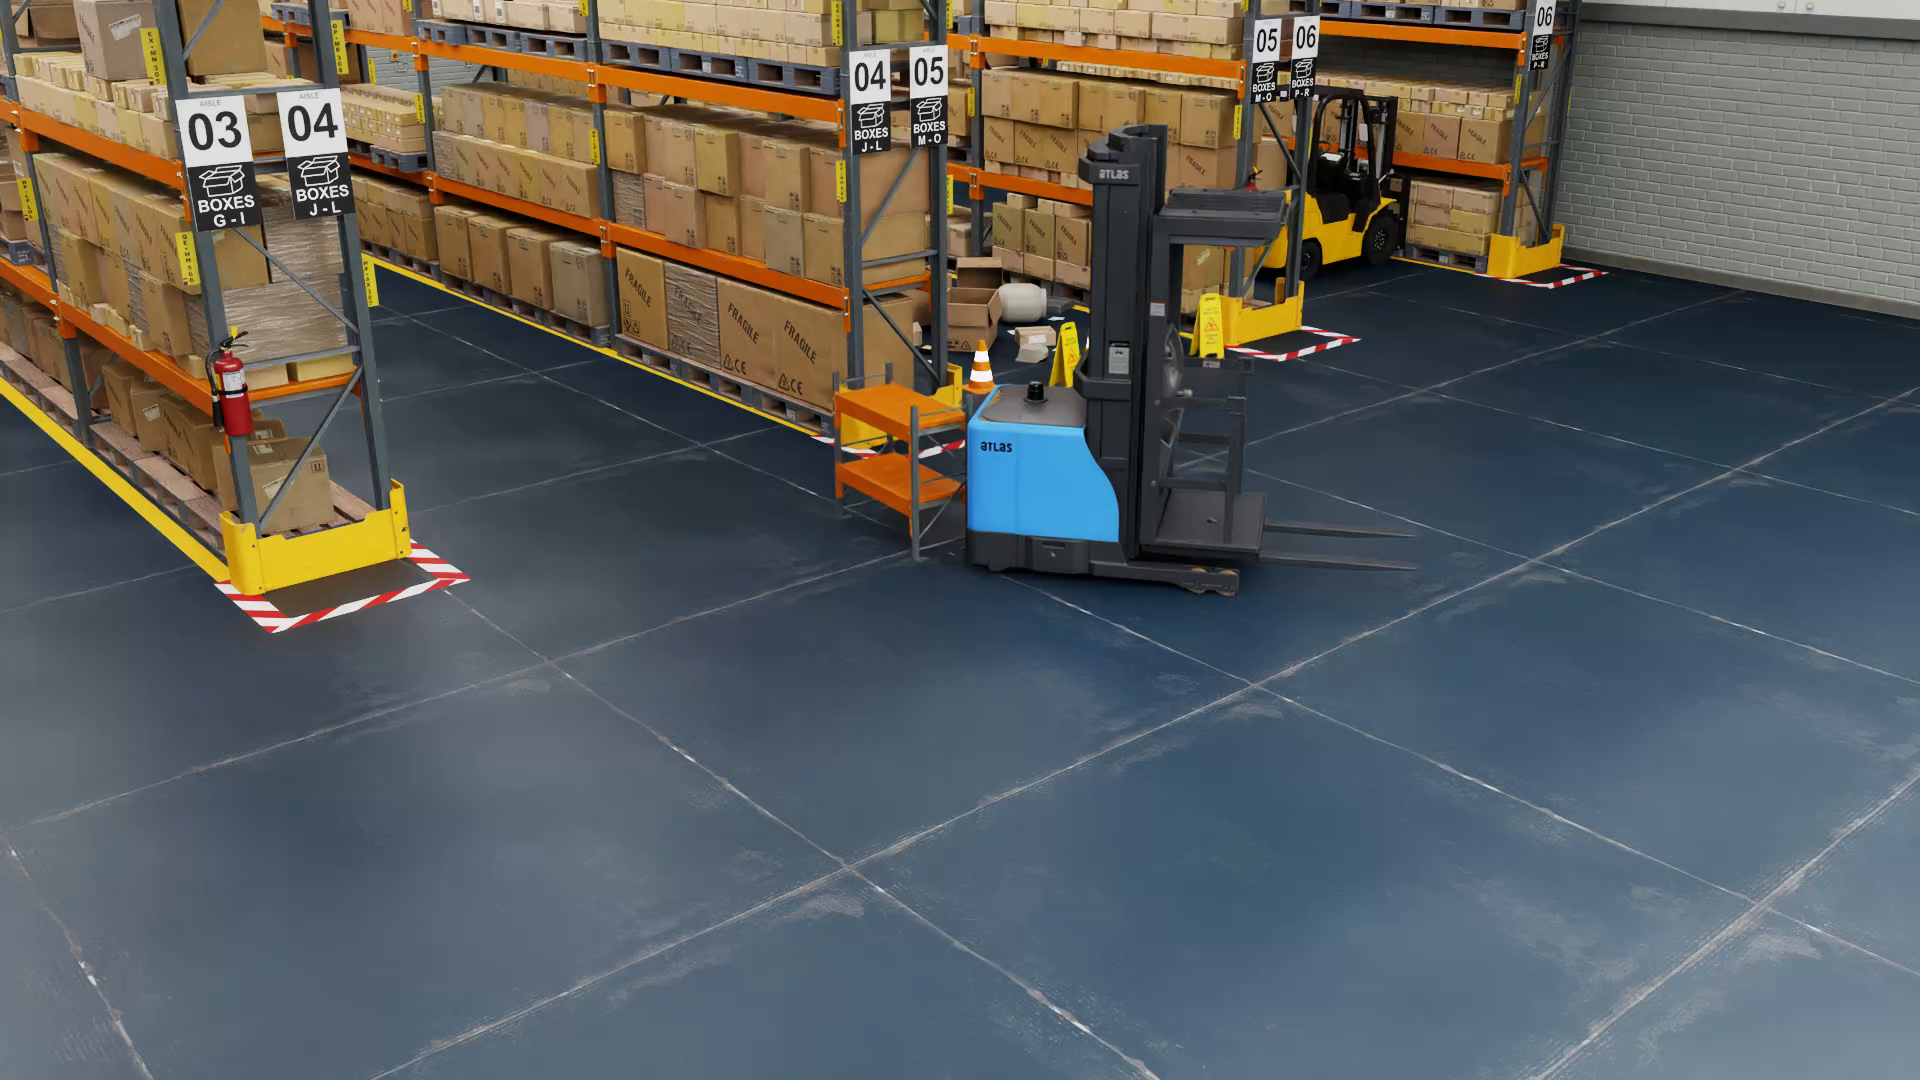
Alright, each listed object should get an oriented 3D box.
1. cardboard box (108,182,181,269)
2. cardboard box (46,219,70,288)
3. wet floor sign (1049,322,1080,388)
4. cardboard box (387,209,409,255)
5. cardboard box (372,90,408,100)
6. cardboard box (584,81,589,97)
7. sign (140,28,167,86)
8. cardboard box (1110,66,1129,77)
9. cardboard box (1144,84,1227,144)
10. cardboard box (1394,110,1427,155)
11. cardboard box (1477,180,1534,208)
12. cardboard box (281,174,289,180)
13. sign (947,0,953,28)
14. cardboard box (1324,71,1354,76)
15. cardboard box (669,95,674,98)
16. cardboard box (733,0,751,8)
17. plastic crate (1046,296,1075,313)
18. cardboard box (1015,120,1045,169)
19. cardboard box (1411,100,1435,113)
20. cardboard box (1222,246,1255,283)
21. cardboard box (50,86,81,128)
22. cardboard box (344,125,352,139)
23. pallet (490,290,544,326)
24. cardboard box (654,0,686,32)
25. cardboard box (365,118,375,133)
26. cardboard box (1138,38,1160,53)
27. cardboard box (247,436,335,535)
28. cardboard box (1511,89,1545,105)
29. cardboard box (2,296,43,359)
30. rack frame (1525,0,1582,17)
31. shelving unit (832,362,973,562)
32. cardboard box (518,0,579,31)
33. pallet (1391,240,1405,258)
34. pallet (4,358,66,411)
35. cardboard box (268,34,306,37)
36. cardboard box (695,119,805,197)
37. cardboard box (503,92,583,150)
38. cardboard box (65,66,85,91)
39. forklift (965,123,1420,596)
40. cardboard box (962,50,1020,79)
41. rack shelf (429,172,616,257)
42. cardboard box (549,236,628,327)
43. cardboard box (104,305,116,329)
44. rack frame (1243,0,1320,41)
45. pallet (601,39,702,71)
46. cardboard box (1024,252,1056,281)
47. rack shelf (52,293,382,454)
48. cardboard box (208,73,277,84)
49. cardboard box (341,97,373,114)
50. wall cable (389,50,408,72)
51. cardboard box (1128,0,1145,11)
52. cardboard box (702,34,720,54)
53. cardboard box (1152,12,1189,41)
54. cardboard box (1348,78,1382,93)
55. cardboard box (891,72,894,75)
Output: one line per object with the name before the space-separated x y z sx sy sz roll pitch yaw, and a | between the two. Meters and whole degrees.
cardboard box | -5.549 -2.202 11.576 0.500 0.500 0.500 -17 27 -37
cardboard box | -6.712 -2.334 13.284 0.875 0.500 0.500 -17 27 -37
wet floor sign | 0.995 -1.702 15.445 0.232 0.644 0.267 17 27 36
cardboard box | -6.710 -3.841 20.529 0.500 0.500 0.500 -16 27 -35
cardboard box | -7.275 -5.655 21.261 0.380 0.149 0.250 -19 28 -39
cardboard box | -5.509 -7.112 25.891 0.500 0.500 0.500 -18 28 -39
sign | -4.781 -2.865 9.858 0.100 0.325 0.005 -17 27 -37
cardboard box | 2.410 -6.855 24.346 0.380 0.149 0.250 -17 27 -37
cardboard box | 2.337 -4.423 17.247 0.700 0.500 0.500 -17 27 -37
cardboard box | 5.731 -5.131 20.835 0.500 0.500 0.500 -18 28 -38
cardboard box | 6.748 -4.283 20.629 0.500 0.250 0.500 -18 28 -38
cardboard box | -9.261 -5.051 23.283 0.380 0.149 0.250 -16 27 -36
sign | -0.100 -4.306 13.445 0.100 0.325 0.005 -17 27 -37
cardboard box | 5.060 -6.151 22.141 0.380 0.149 0.250 -18 28 -38
cardboard box | -3.929 -6.548 24.109 0.500 0.250 0.500 -17 27 -37
cardboard box | -1.662 -4.521 13.839 0.380 0.149 0.250 -17 27 -37
plastic crate | 0.953 -2.658 18.661 0.583 0.080 0.402 12 24 27
cardboard box | 0.970 -4.511 18.842 0.500 0.500 0.500 -18 27 -38
cardboard box | 5.804 -5.385 20.594 0.380 0.149 0.250 -19 28 -39
cardboard box | 2.827 -3.101 17.955 0.500 0.500 0.500 -19 28 -39
cardboard box | -6.193 -3.144 11.991 0.500 0.250 0.500 -19 28 -39
cardboard box | -7.430 -5.081 20.612 0.380 0.149 0.250 -19 28 -40
pallet | -4.496 -2.674 18.523 1.003 0.211 1.213 -17 27 -37
cardboard box | -2.368 -4.668 14.760 0.500 0.250 0.500 -18 28 -38
cardboard box | -6.926 -5.005 20.011 0.380 0.149 0.250 -17 27 -37
cardboard box | 2.067 -5.139 17.223 0.380 0.149 0.250 -18 28 -38
cardboard box | -4.742 -0.390 11.720 0.500 0.500 0.500 -12 24 -28
cardboard box | 6.861 -5.355 20.108 0.380 0.149 0.250 -18 28 -38
cardboard box | -8.745 -2.103 16.065 0.500 0.500 0.700 20 29 41
rack frame | 6.918 -7.518 18.838 1.000 3.000 0.127 -17 27 -37
shelving unit | -0.416 -0.580 11.923 0.538 1.125 1.048 -14 26 -32
cardboard box | -4.108 -5.298 16.777 0.500 0.250 0.500 -18 28 -38
pallet | 5.595 -3.964 21.815 1.003 0.211 1.213 -17 27 -37
pallet | -8.268 -1.541 15.629 1.003 0.211 1.213 -17 27 -37
cardboard box | -9.456 -6.912 23.603 0.500 0.500 0.500 -19 28 -39
cardboard box | -1.873 -3.452 14.998 0.875 0.550 0.500 -17 27 -37
cardboard box | -4.459 -4.509 17.876 0.700 0.500 0.500 -18 28 -38
cardboard box | -6.100 -3.285 11.805 0.380 0.149 0.250 -18 28 -38
forklift | 1.608 -1.208 11.048 3.031 2.935 1.130 5 22 12
cardboard box | 0.490 -7.585 26.519 0.797 0.503 0.637 -18 28 -39
rack shelf | -4.441 -3.658 18.197 1.077 0.370 4.000 -17 27 -37
cardboard box | -3.608 -2.738 17.372 1.050 0.750 0.750 -18 27 -38
cardboard box | -6.211 -1.700 12.556 0.380 0.149 0.250 -17 27 -37
rack frame | 3.160 -6.335 15.819 1.000 3.000 0.127 -17 27 -37
pallet | -2.609 -4.567 15.540 1.003 0.211 1.213 -17 27 -37
cardboard box | 1.087 -3.190 19.209 0.500 0.250 0.500 -16 26 -34
rack shelf | -5.653 -1.400 12.432 1.077 0.370 4.000 -17 27 -37
cardboard box | -4.830 -3.053 11.213 0.380 0.149 0.250 -16 27 -35
cardboard box | -7.425 -5.357 20.502 0.380 0.149 0.250 -16 27 -36
wall cable | -10.982 -10.002 31.972 0.585 1.953 0.123 -17 27 -37
cardboard box | 1.964 -5.592 17.287 0.380 0.149 0.250 -18 28 -39
cardboard box | -1.993 -4.290 14.342 0.380 0.149 0.250 -17 27 -37
cardboard box | 2.305 -5.227 16.900 0.500 0.250 0.500 -18 28 -38
cardboard box | 5.191 -5.821 21.298 0.380 0.149 0.250 -18 27 -38
cardboard box | -0.780 -6.050 21.306 0.380 0.149 0.250 -19 28 -40
